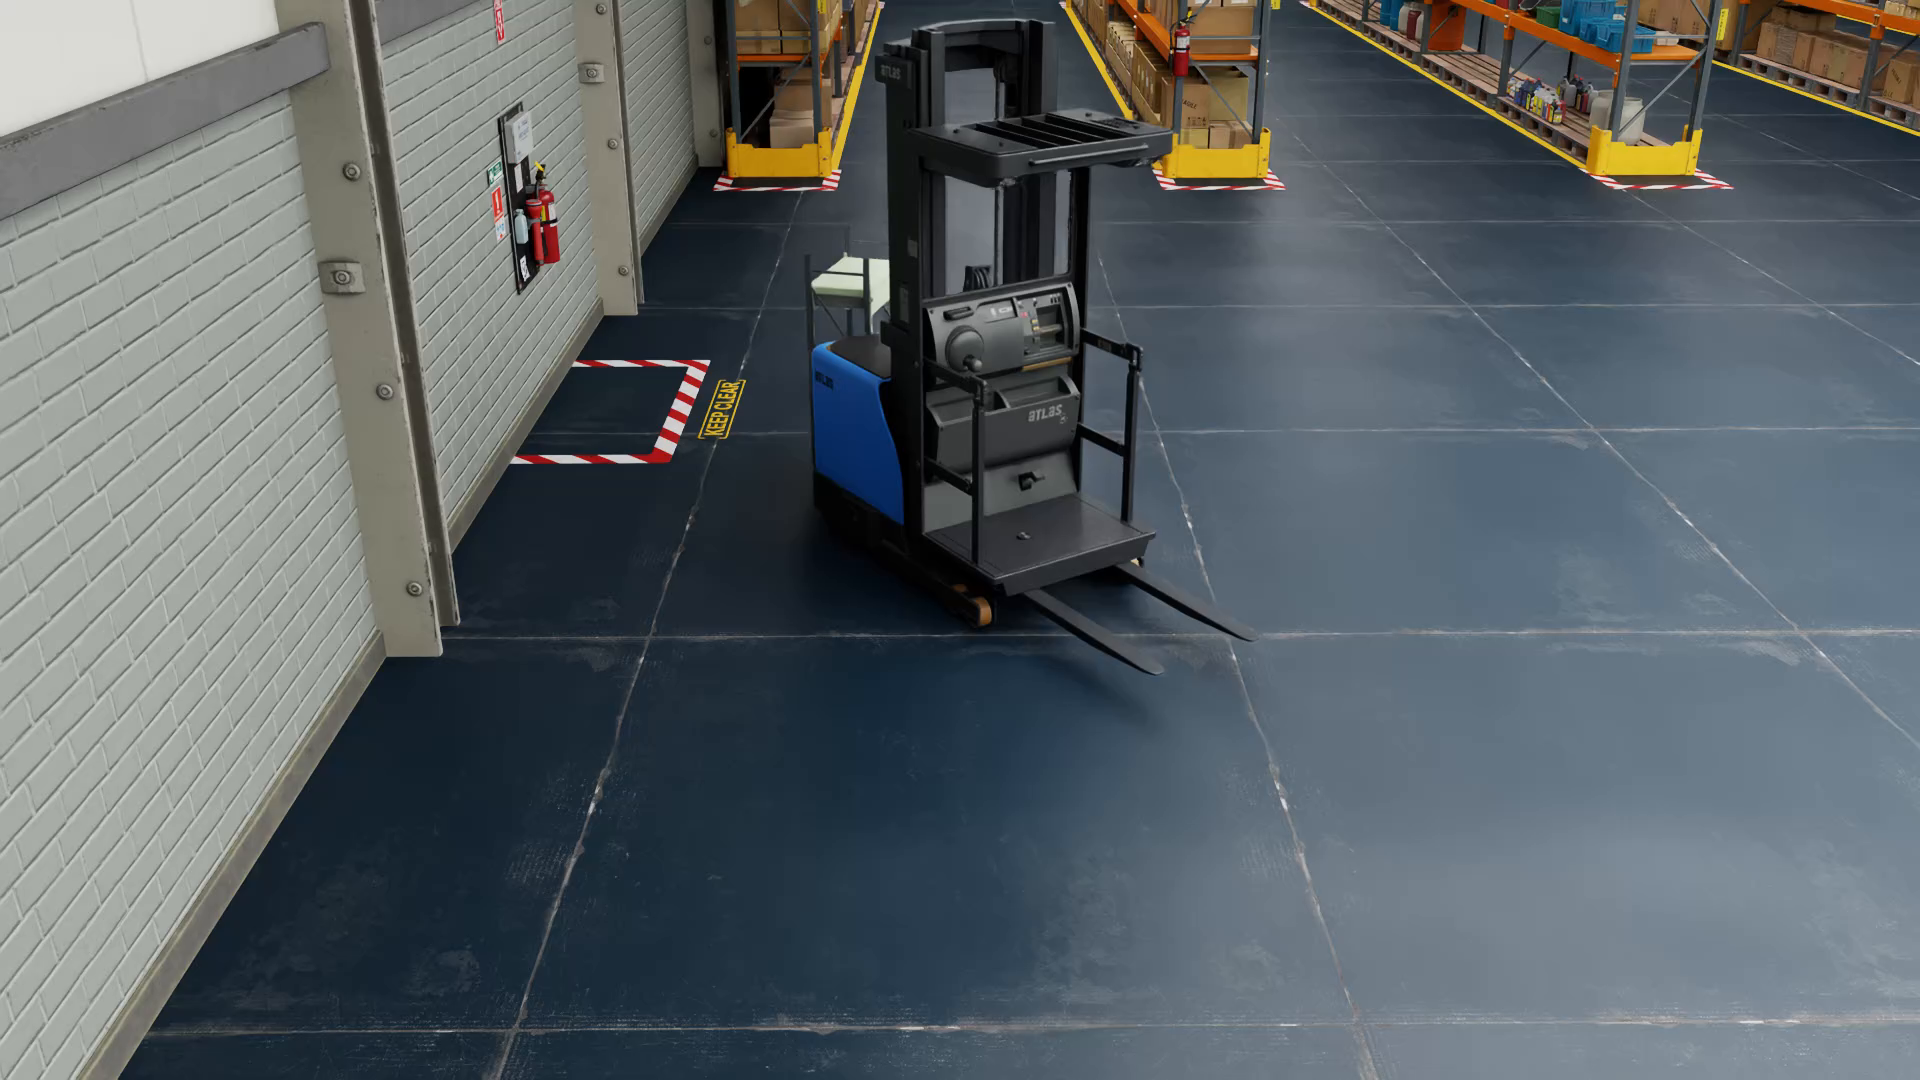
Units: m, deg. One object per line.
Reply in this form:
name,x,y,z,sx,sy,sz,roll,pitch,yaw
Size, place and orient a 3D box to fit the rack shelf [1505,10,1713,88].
rack shelf,7.830,-6.058,20.378,1.077,0.370,4.000,0,24,-1

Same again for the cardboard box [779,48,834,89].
cardboard box,-2.123,-6.530,23.048,0.700,0.500,0.500,1,24,1

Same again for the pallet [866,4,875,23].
pallet,-2.132,-10.009,31.625,1.003,0.211,1.213,0,24,-1

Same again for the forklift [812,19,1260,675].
forklift,0.355,-1.095,8.615,1.130,2.935,3.031,-15,29,-30

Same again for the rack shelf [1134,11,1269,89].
rack shelf,2.877,-6.037,20.332,1.077,0.370,4.000,0,24,-1

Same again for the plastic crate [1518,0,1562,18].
plastic crate,7.687,-6.966,21.586,0.767,0.338,0.504,0,24,-1

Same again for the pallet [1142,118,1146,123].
pallet,2.838,-5.087,20.741,1.003,0.211,1.213,0,24,-1

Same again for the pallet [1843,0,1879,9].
pallet,12.898,-7.461,22.838,1.003,0.211,1.213,0,24,-1

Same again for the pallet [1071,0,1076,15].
pallet,2.735,-10.504,32.718,1.003,0.211,1.213,0,24,-1

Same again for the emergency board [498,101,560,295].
emergency board,-2.873,-2.311,11.220,0.194,1.169,0.643,0,24,-1

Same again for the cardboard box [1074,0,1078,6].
cardboard box,2.457,-10.444,32.006,0.500,0.250,0.500,0,24,-1

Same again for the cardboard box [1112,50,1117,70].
cardboard box,2.542,-7.138,24.719,0.500,0.250,0.500,-1,24,-2

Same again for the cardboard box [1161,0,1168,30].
cardboard box,2.880,-6.628,20.644,0.700,0.500,0.500,0,24,0

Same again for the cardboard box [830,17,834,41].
cardboard box,-1.762,-6.084,19.721,0.500,0.250,0.500,-1,24,-1

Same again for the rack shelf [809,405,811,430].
rack shelf,-0.633,-0.845,10.589,0.431,0.370,0.720,6,25,14

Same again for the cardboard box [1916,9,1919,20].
cardboard box,12.495,-6.719,21.271,0.380,0.149,0.250,0,24,-1

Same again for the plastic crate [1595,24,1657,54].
plastic crate,7.547,-5.699,18.891,0.499,0.251,0.616,0,24,-1

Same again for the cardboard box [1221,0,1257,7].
cardboard box,3.110,-6.045,18.567,0.380,0.149,0.250,0,24,-1

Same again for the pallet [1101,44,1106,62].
pallet,2.841,-7.875,26.906,1.003,0.211,1.213,0,24,-1

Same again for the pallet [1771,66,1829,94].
pallet,12.735,-6.787,24.499,1.003,0.211,1.213,0,24,-1

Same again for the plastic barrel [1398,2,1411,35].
plastic barrel,7.634,-8.815,28.110,0.421,0.512,0.421,0,24,0

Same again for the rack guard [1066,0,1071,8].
rack guard,2.725,-10.964,33.385,1.175,0.500,0.348,0,24,-1

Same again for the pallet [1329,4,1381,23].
pallet,7.658,-10.043,31.699,1.003,0.211,1.213,0,24,-1

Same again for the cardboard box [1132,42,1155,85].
cardboard box,2.547,-6.277,21.906,0.500,0.500,0.500,0,24,-1

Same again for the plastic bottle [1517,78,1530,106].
plastic bottle,7.402,-5.869,21.768,0.144,0.351,0.185,0,24,1

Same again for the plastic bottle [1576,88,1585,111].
plastic bottle,8.007,-5.686,21.444,0.061,0.283,0.133,0,24,-1

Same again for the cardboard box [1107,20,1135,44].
cardboard box,2.523,-7.815,25.535,0.500,0.311,0.500,1,24,1

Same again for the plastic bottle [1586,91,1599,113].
plastic bottle,8.107,-5.626,21.321,0.152,0.276,0.135,0,24,0

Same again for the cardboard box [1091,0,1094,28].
cardboard box,2.546,-9.127,28.790,0.500,0.500,0.500,0,24,0

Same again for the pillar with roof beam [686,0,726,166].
pillar with roof beam,1.377,-8.555,17.745,9.100,9.000,0.400,0,24,-1

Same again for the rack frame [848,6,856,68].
rack frame,-2.142,-8.814,25.598,1.000,3.000,0.127,0,24,-1

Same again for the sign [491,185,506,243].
sign,-2.970,-2.099,10.708,0.001,0.329,0.234,0,24,-1

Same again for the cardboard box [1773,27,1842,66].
cardboard box,12.763,-7.438,25.054,0.700,0.500,0.500,-2,24,-5

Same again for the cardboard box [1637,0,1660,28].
cardboard box,12.701,-9.489,29.158,1.225,0.875,0.875,0,24,0

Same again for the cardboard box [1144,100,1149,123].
cardboard box,2.569,-5.317,20.694,0.500,0.250,0.500,0,24,-1

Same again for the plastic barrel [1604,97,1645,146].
plastic barrel,7.768,-4.891,19.433,0.421,0.512,0.421,0,24,0

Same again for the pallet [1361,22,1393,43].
pallet,7.688,-8.918,29.212,1.003,0.211,1.213,0,24,-1

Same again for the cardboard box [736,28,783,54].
cardboard box,-2.254,-5.650,18.760,0.500,0.250,0.500,0,24,0

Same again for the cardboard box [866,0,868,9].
cardboard box,-2.097,-10.242,31.278,0.700,0.500,0.500,0,24,1

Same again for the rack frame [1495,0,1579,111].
rack frame,7.808,-7.210,22.052,1.000,3.000,0.127,0,24,-1

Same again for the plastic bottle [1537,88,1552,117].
plastic bottle,7.411,-5.540,21.039,0.144,0.351,0.185,1,24,2

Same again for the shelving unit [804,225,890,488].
shelving unit,-0.633,-1.142,10.455,0.431,1.500,0.755,6,25,14

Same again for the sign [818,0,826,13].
sign,-1.512,-5.914,18.136,0.100,0.325,0.005,0,24,-1

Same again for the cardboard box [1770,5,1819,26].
cardboard box,12.754,-8.008,25.405,0.500,0.250,0.500,1,24,2

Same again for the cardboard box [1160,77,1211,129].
cardboard box,2.595,-5.041,19.173,0.500,0.500,0.500,0,24,-1

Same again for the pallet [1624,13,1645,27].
pallet,12.743,-9.572,30.658,1.003,0.211,1.213,0,24,-1

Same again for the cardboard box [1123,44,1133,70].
cardboard box,2.552,-6.763,23.211,0.500,0.311,0.500,0,24,1

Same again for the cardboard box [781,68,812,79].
cardboard box,-2.047,-5.800,21.433,0.500,0.500,0.500,-2,24,-5
